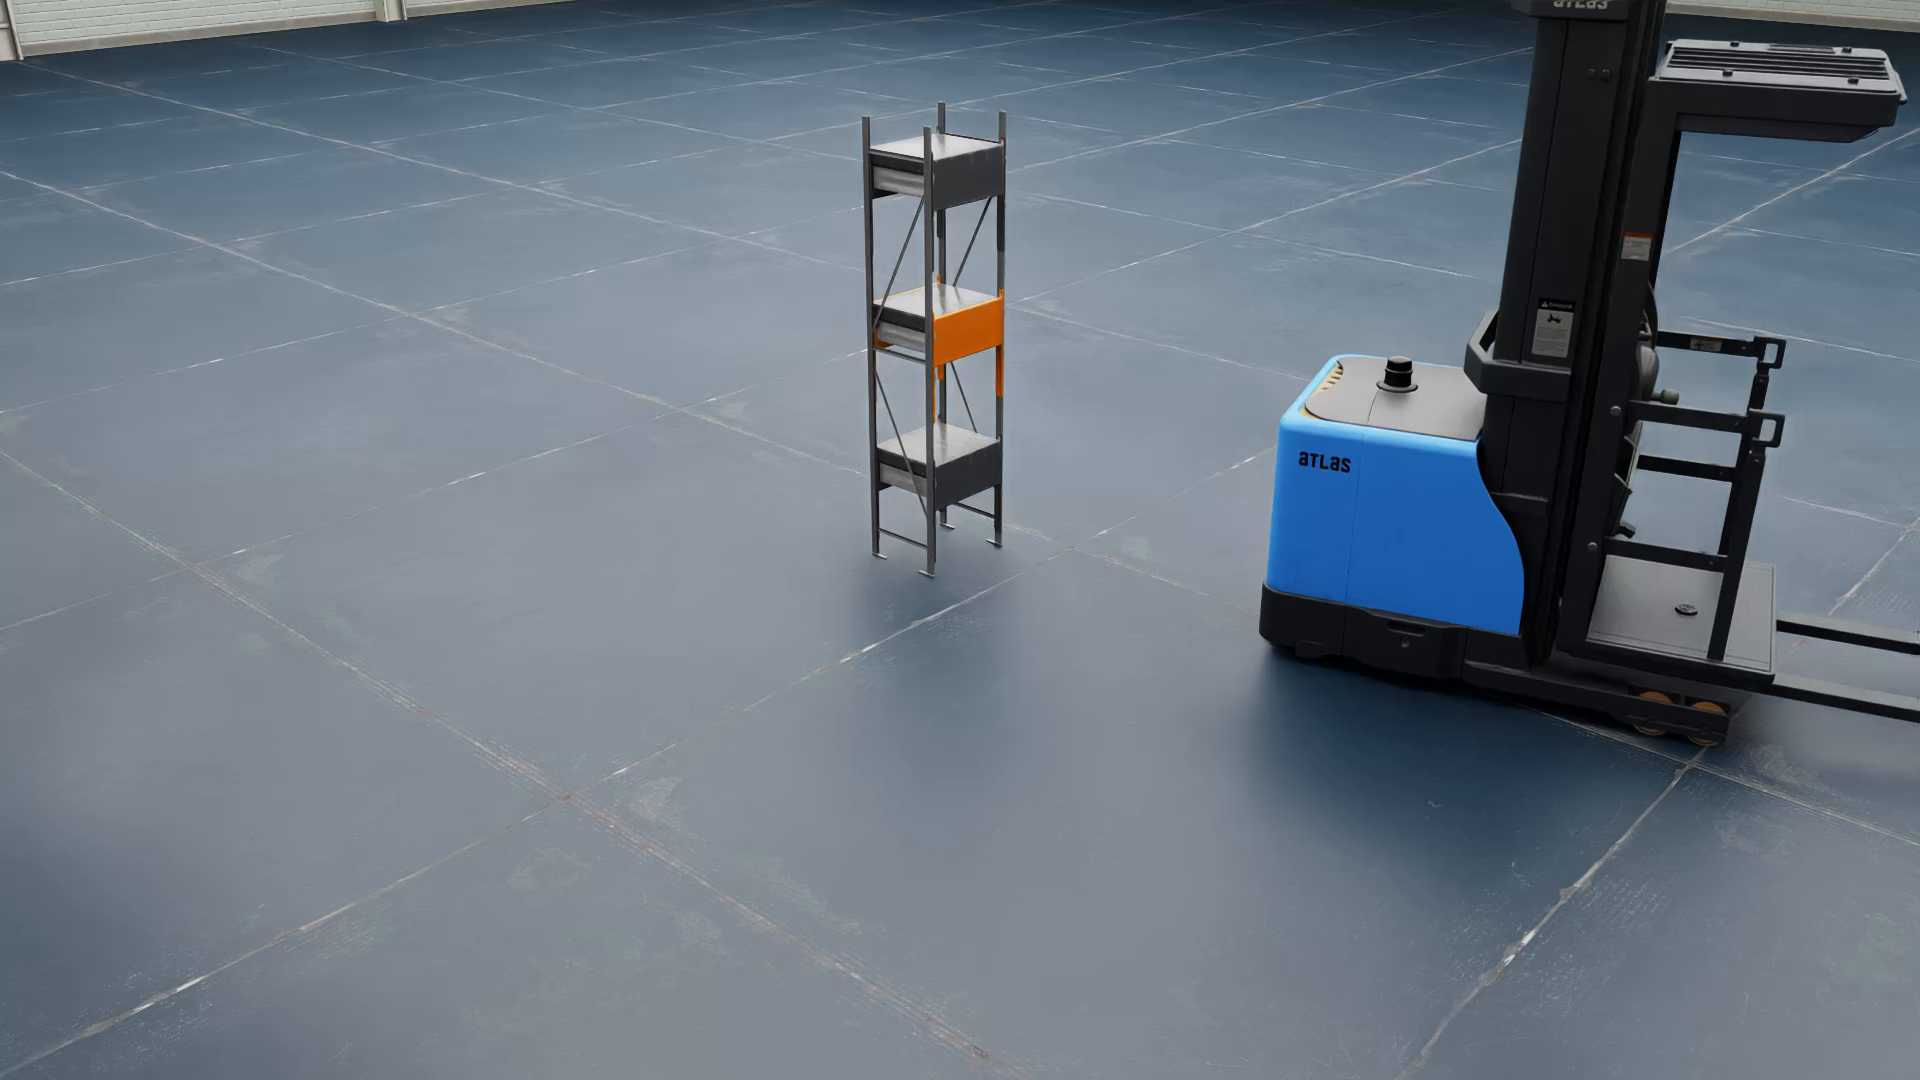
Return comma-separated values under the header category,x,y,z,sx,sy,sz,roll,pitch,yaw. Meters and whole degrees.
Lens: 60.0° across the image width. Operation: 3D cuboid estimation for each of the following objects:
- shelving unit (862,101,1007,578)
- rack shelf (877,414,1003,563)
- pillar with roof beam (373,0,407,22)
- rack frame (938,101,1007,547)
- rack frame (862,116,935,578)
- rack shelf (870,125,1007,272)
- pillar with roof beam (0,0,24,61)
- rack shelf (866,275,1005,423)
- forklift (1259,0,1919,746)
category,x,y,z,sx,sy,sz,roll,pitch,yaw
shelving unit,-0.110,-0.908,7.708,0.431,2.100,0.503,20,31,38
rack shelf,-0.110,-0.256,8.000,0.431,0.518,0.480,20,31,38
pillar with roof beam,-6.111,-11.455,22.799,9.100,9.000,0.400,20,31,38
rack frame,0.052,-0.982,7.874,0.400,2.100,0.015,20,31,38
rack frame,-0.273,-0.833,7.542,0.400,2.100,0.015,20,31,38
rack shelf,-0.110,-1.534,7.427,0.431,0.518,0.480,20,31,38
pillar with roof beam,-10.115,-9.627,18.722,9.100,9.000,0.400,20,31,38
rack shelf,-0.110,-0.895,7.714,0.431,0.518,0.480,20,31,38
forklift,2.852,-0.785,6.418,3.031,2.935,1.130,11,26,22
